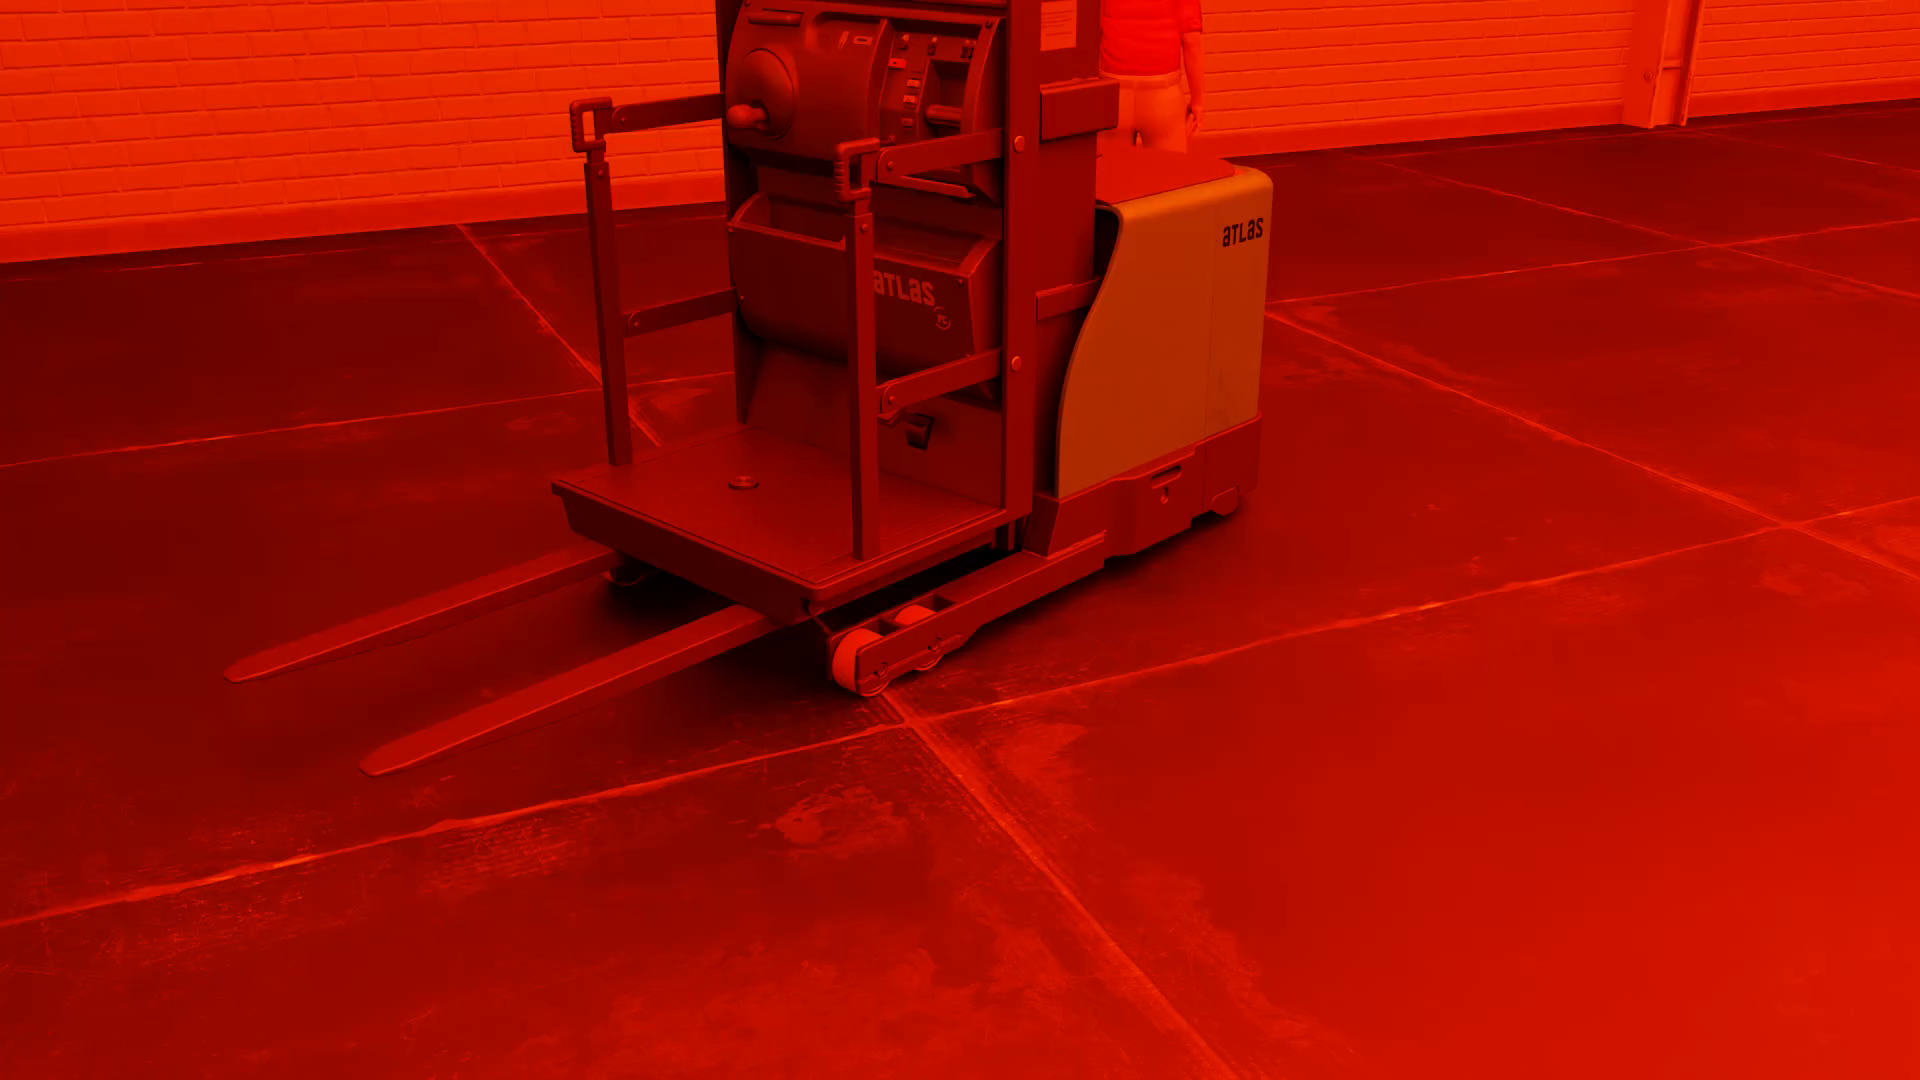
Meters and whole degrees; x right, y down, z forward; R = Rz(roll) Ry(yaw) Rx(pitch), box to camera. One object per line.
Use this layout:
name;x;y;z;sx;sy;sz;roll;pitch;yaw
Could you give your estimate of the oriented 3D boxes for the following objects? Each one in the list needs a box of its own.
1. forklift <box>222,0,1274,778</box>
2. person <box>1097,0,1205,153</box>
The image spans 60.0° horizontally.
forklift;-0.413;-1.182;4.131;1.130;2.935;3.031;19;29;39
person;0.837;-2.010;7.693;0.598;1.725;0.399;5;23;12
